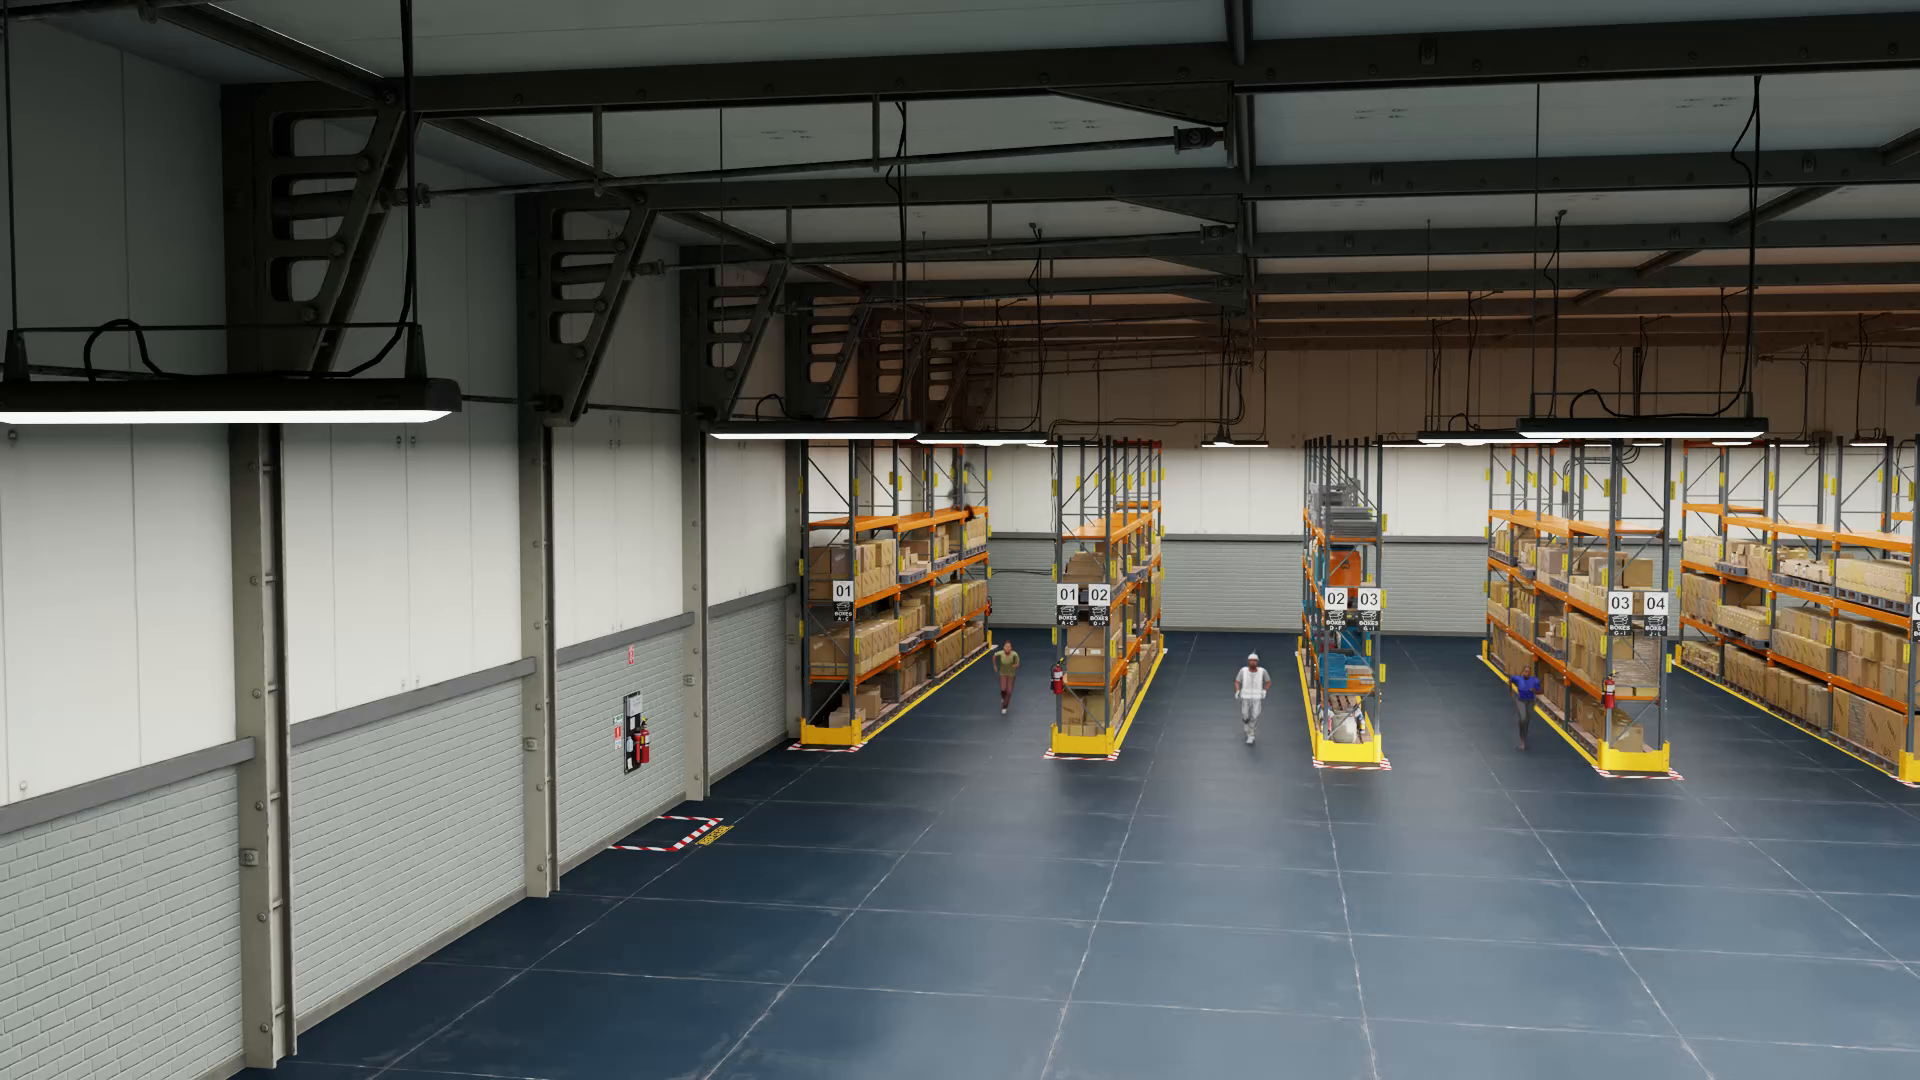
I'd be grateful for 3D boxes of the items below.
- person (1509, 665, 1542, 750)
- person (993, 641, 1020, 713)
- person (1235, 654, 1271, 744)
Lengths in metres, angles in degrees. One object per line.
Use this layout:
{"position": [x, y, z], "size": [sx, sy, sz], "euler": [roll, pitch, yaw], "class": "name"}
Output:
{"position": [10.847, 3.190, 31.934], "size": [0.569, 1.634, 0.904], "euler": [0, 3, 7], "class": "person"}
{"position": [1.012, 2.977, 36.129], "size": [0.569, 1.594, 0.678], "euler": [0, 3, -4], "class": "person"}
{"position": [5.743, 3.098, 32.620], "size": [0.697, 1.744, 0.703], "euler": [1, 3, 13], "class": "person"}
